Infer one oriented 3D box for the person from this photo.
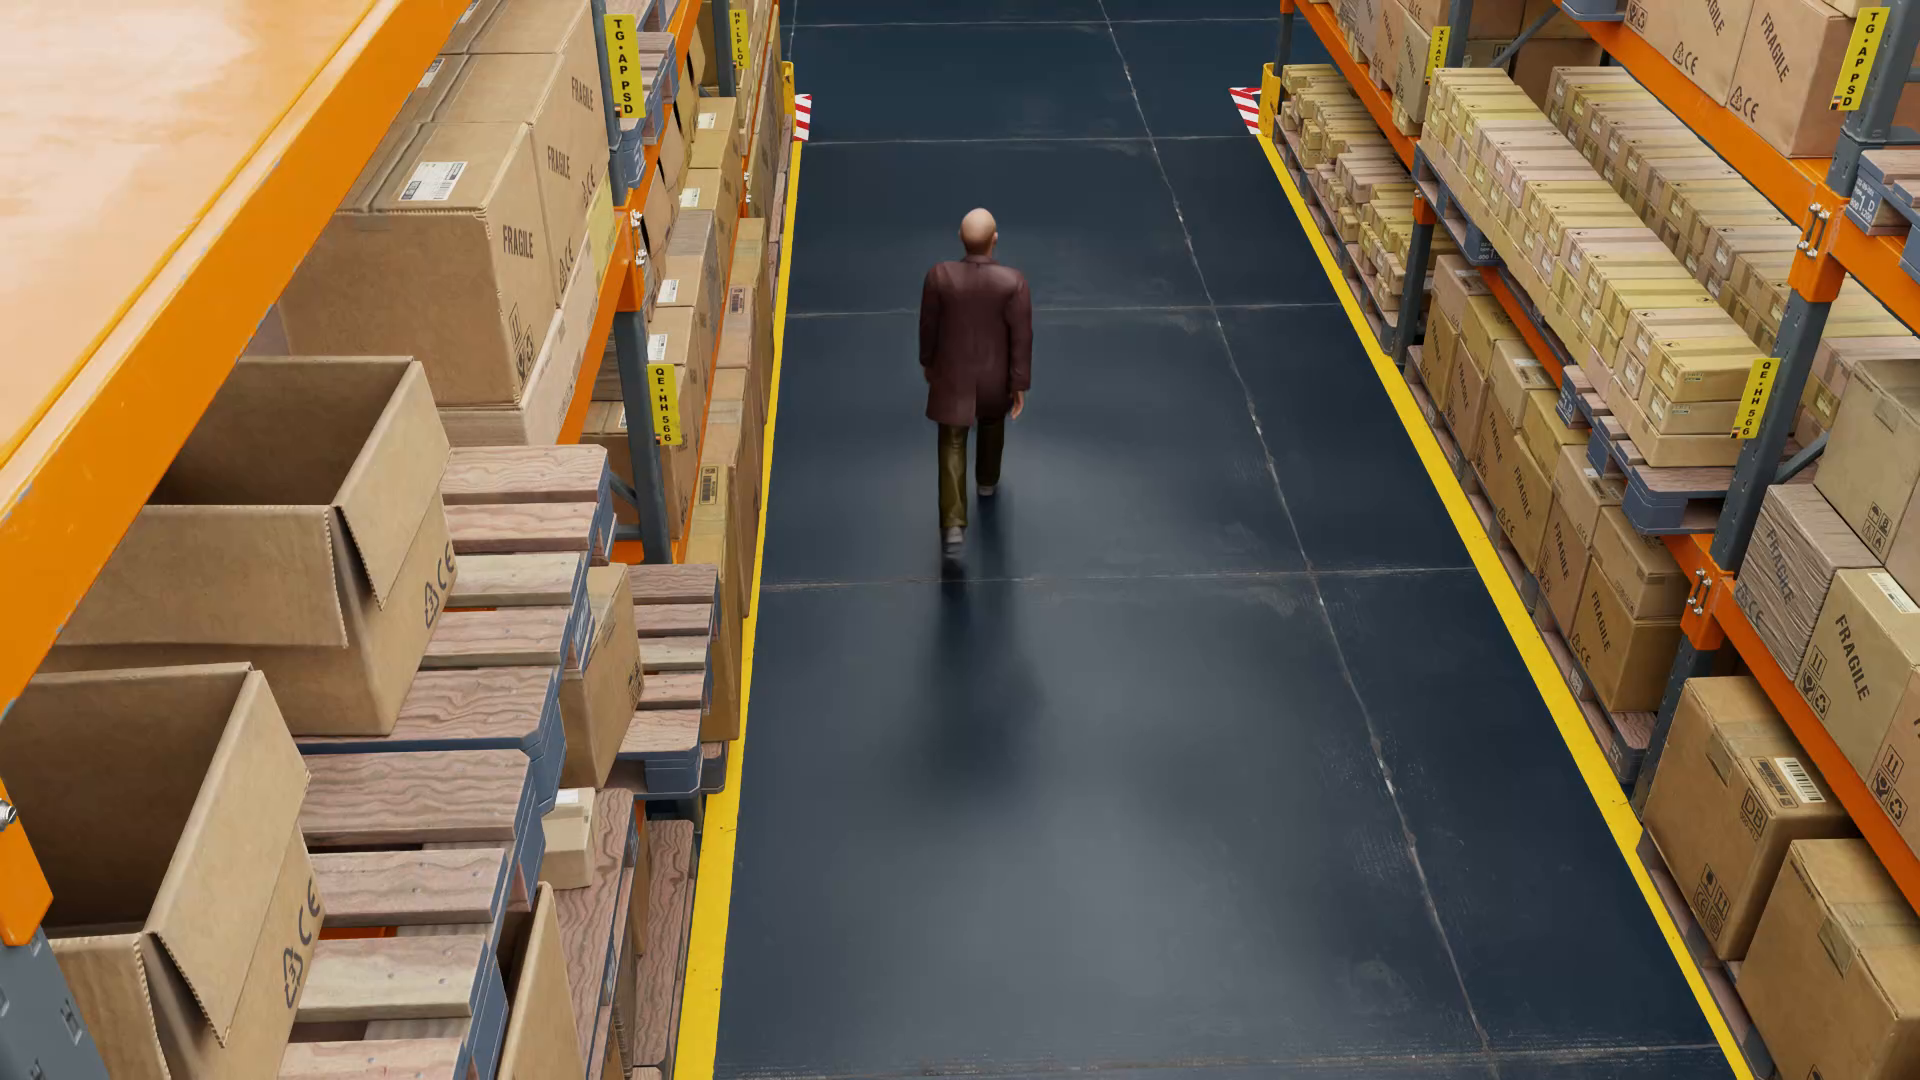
[{"bbox_3d":[0.074,-0.833,8.409,0.576,1.733,1.132,0,35,1],"label":"person"}]
